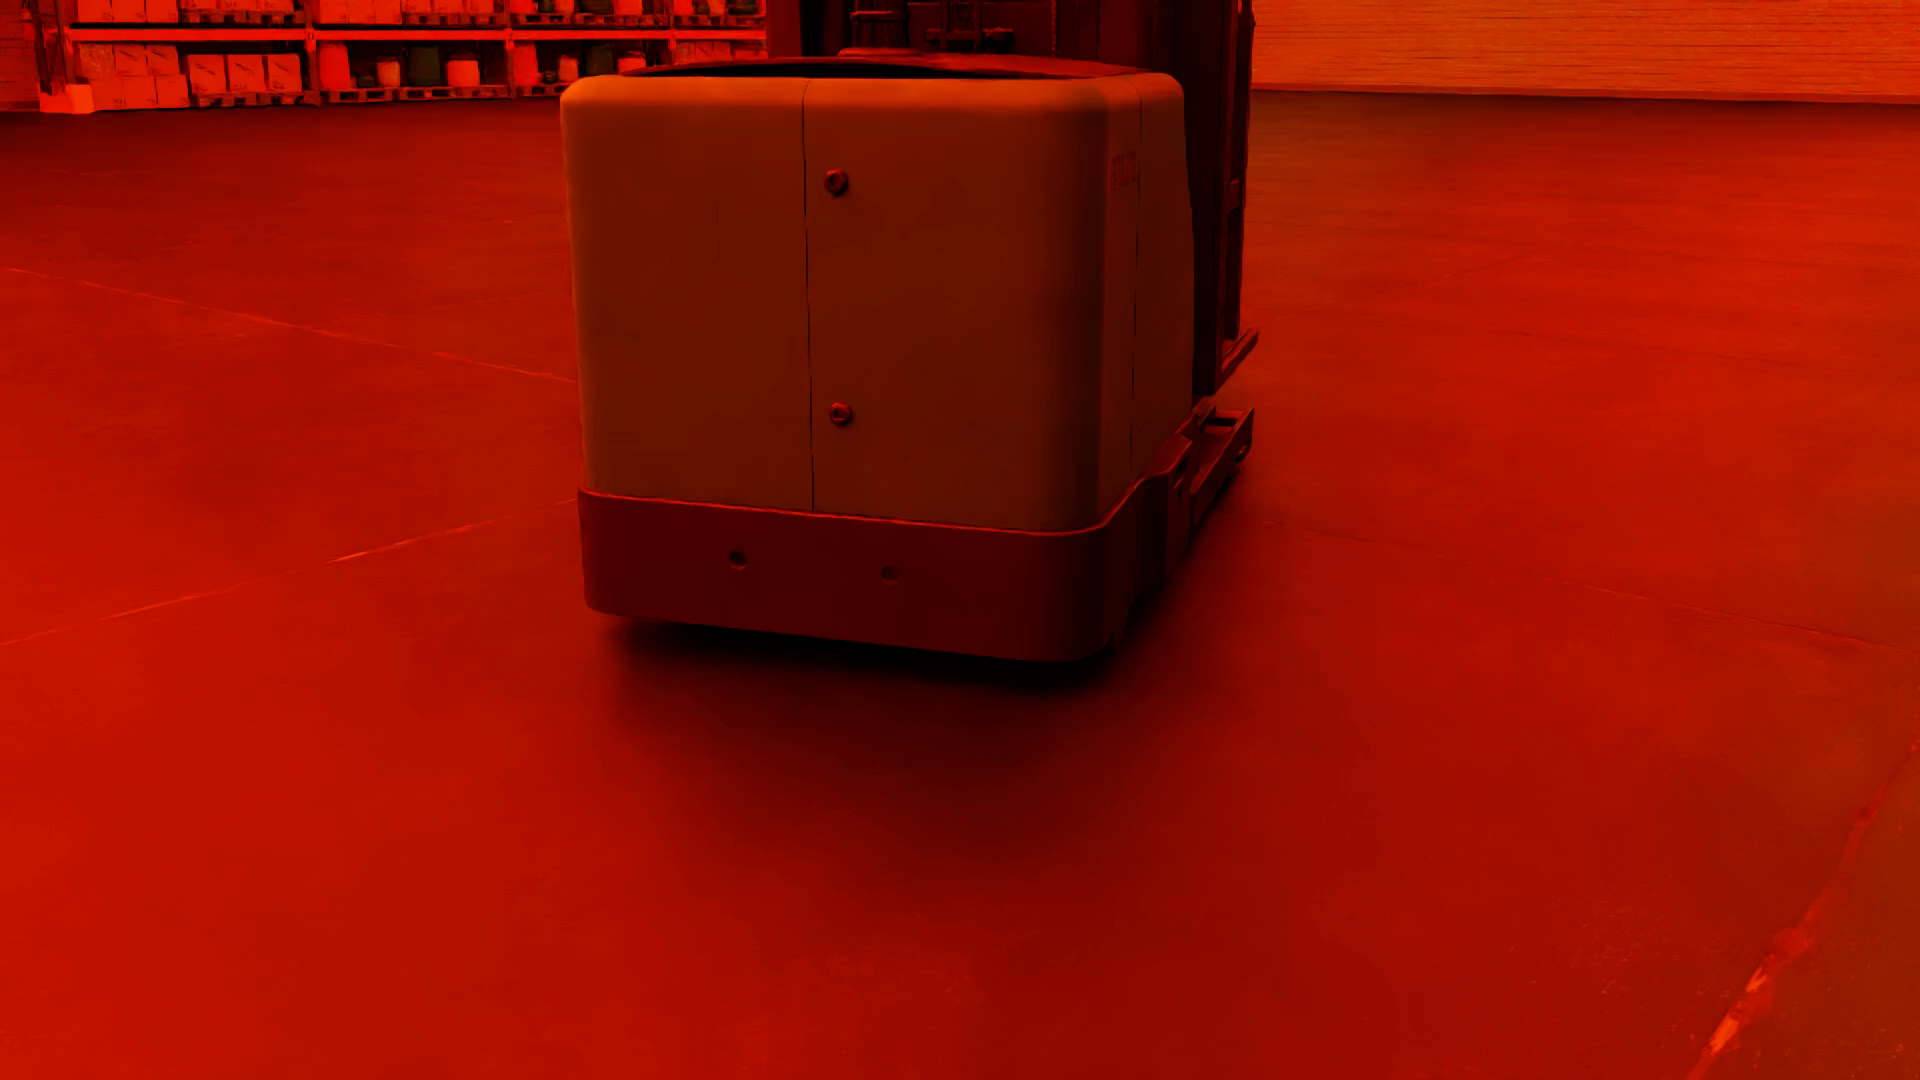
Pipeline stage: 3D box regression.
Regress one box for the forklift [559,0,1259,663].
[{"bbox_3d":[0.182,-1.571,4.072,1.130,2.935,3.031,5,18,17],"label":"forklift"}]
